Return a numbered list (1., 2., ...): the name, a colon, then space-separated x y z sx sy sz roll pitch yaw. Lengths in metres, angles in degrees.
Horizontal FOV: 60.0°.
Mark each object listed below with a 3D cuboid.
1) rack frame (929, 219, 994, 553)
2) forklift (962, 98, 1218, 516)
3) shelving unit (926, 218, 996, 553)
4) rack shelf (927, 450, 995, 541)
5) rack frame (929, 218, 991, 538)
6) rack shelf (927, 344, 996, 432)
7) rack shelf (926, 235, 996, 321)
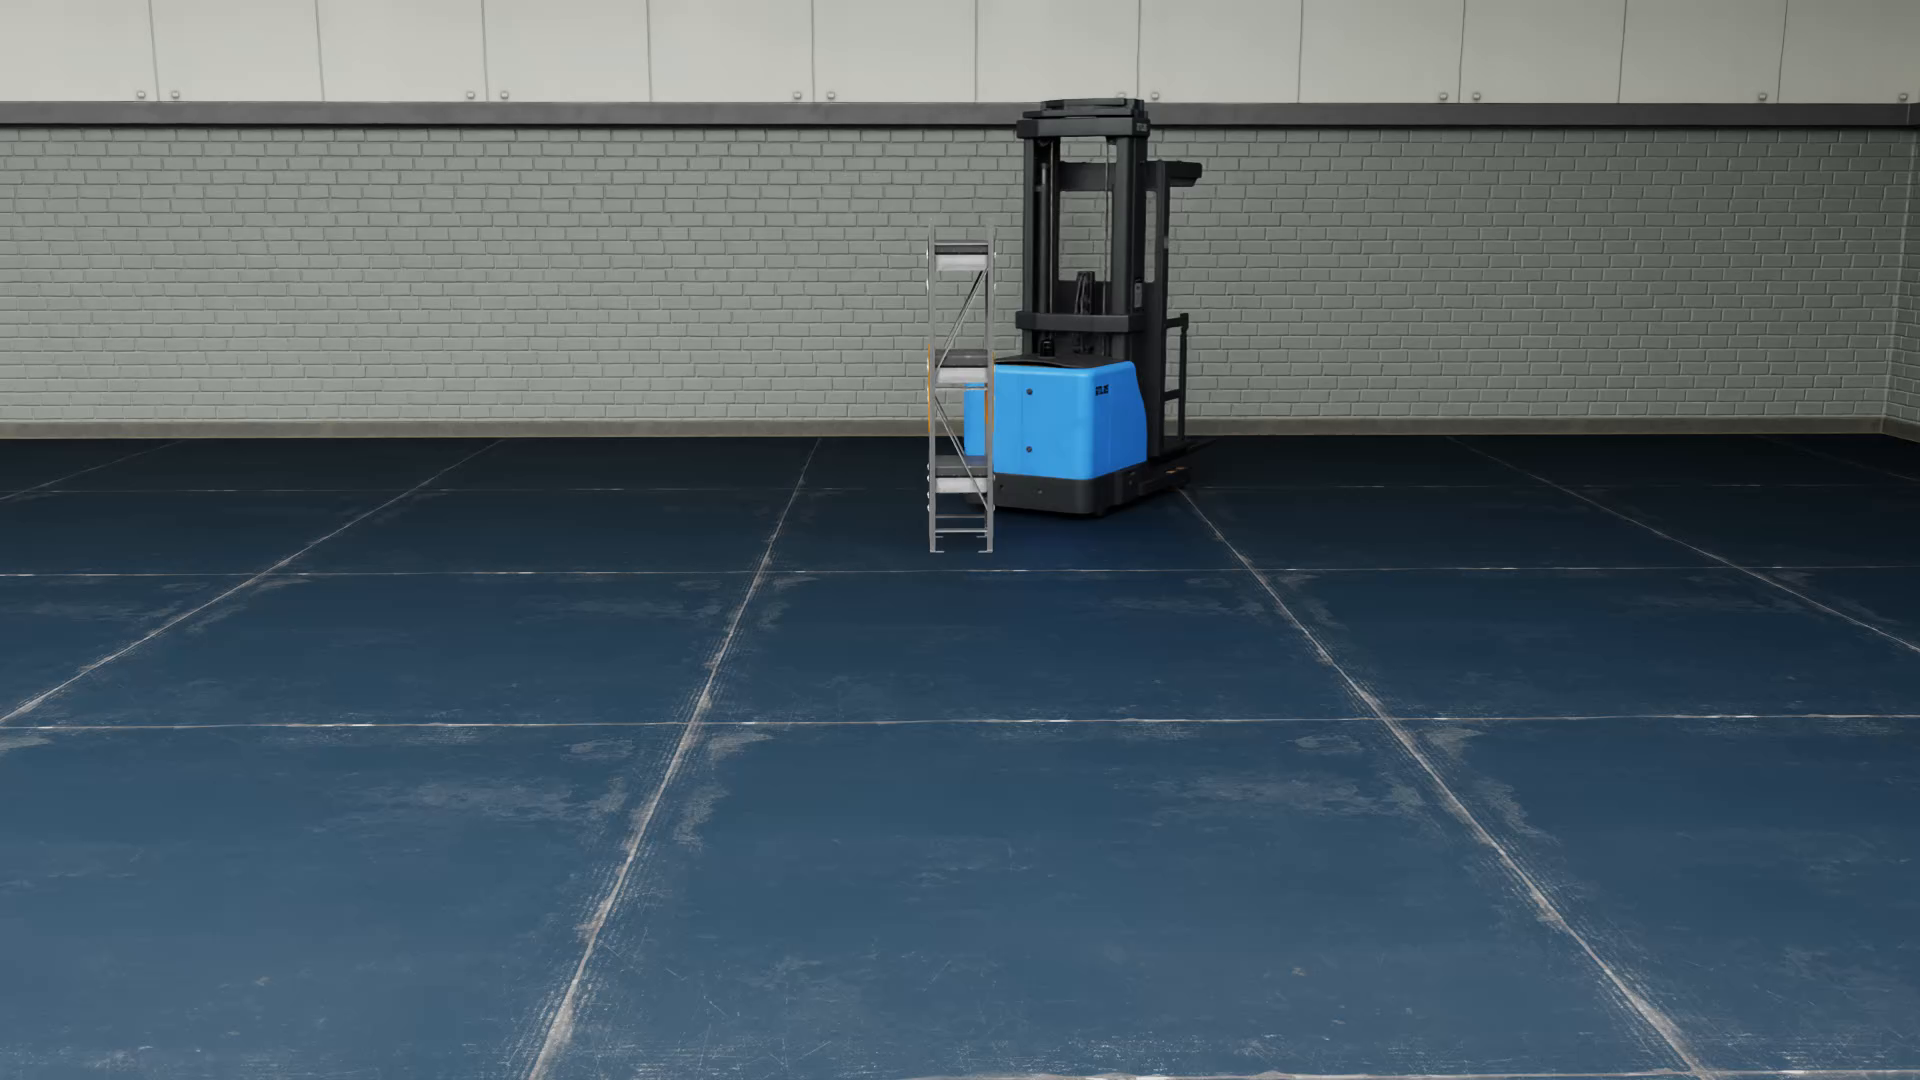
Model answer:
1. rack frame: 0.008 -0.948 10.449 0.400 2.100 0.015 0 11 -1
2. forklift: 1.171 -1.852 12.818 1.130 2.935 3.031 6 13 29
3. shelving unit: 0.003 -0.996 10.688 0.431 2.100 0.503 0 11 -1
4. rack shelf: 0.003 -0.297 10.830 0.431 0.518 0.480 0 11 -1
5. rack frame: -0.002 -1.045 10.927 0.400 2.100 0.015 0 11 -1
6. rack shelf: 0.003 -0.983 10.691 0.431 0.518 0.480 0 11 -1
7. rack shelf: 0.003 -1.669 10.552 0.431 0.518 0.480 0 11 -1
